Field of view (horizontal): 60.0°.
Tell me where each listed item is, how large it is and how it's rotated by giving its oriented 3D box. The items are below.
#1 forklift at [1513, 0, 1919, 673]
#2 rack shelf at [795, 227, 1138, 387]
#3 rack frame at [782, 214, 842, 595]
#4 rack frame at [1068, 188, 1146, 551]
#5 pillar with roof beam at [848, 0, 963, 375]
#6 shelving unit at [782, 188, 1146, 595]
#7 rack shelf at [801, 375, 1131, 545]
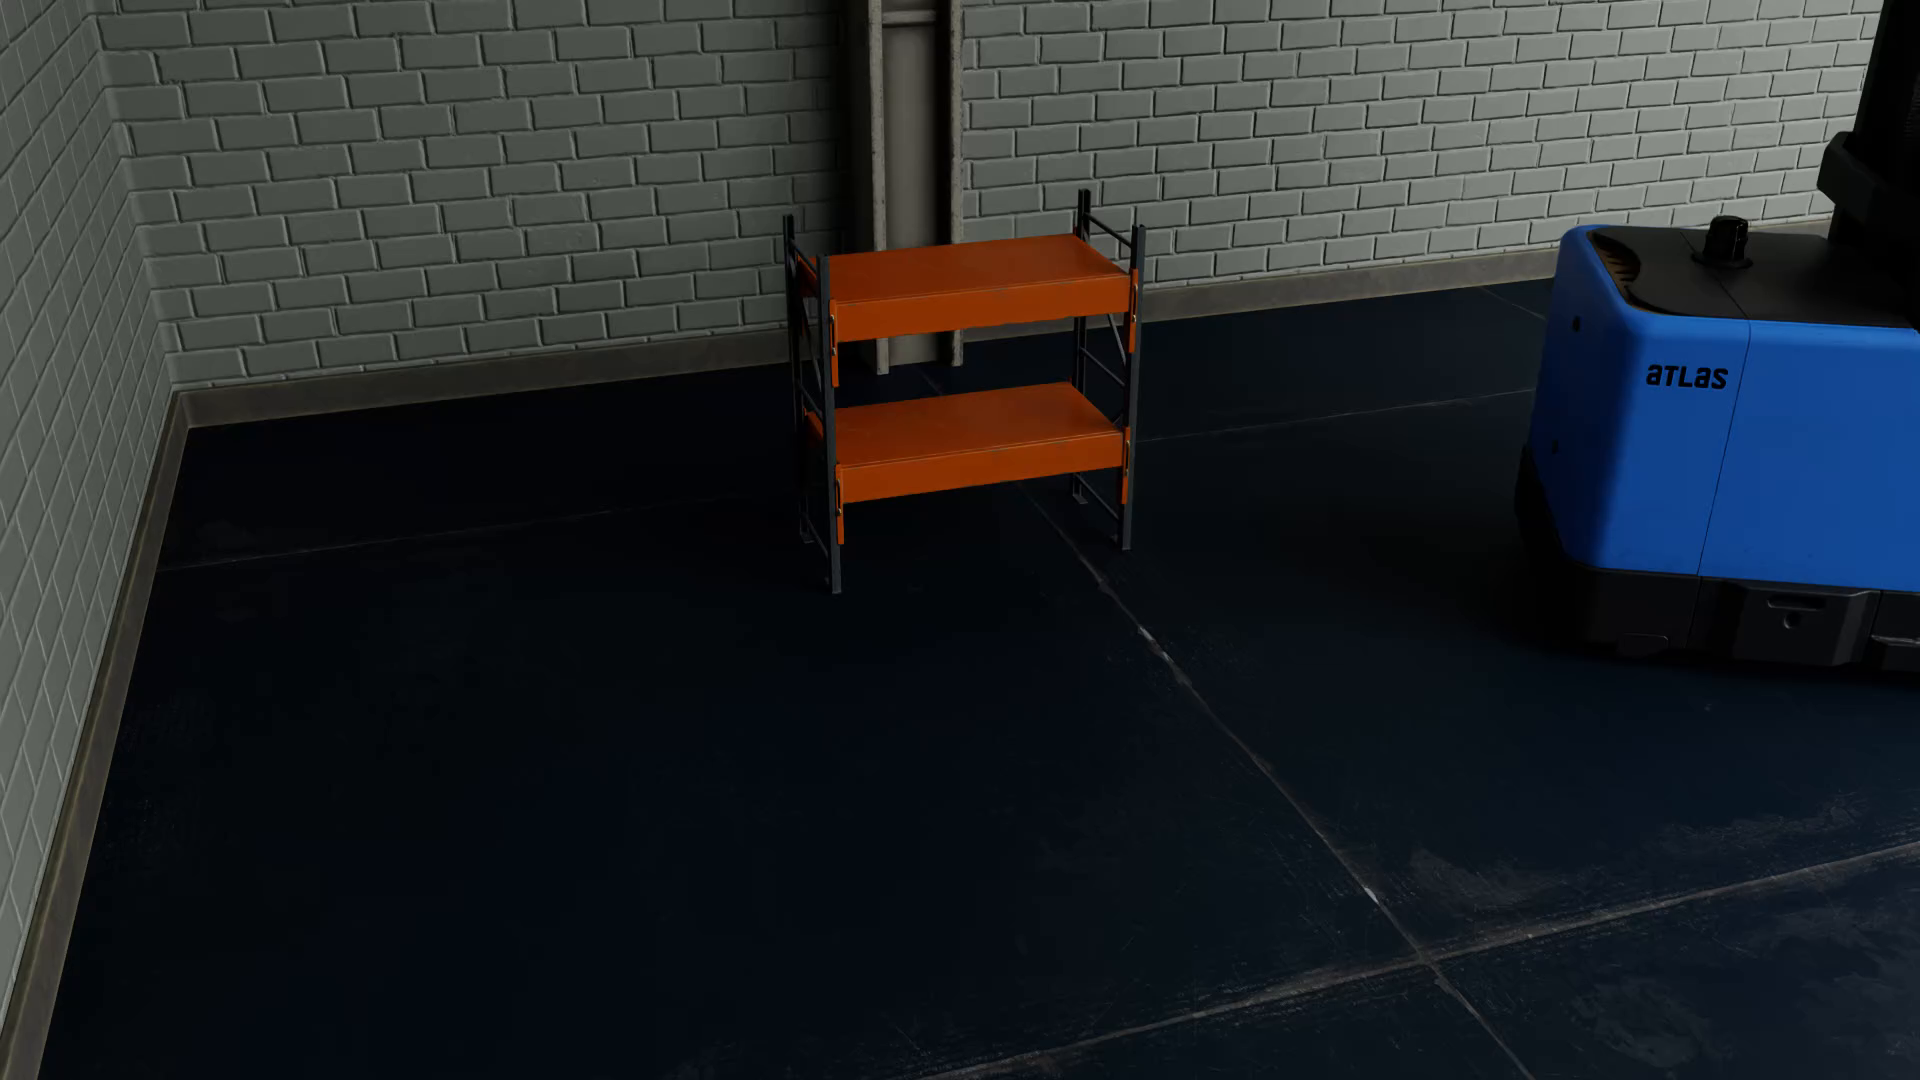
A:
[{"bbox_3d":[3.360,-1.067,4.603,3.031,2.935,1.130,4,27,9],"label":"forklift"},{"bbox_3d":[0.006,-0.767,5.372,1.000,0.278,0.538,-8,28,-16],"label":"rack shelf"},{"bbox_3d":[-0.477,-0.435,5.361,0.032,1.125,0.500,-8,28,-16],"label":"rack frame"},{"bbox_3d":[0.490,-0.575,5.643,0.032,1.125,0.500,-8,28,-16],"label":"rack frame"},{"bbox_3d":[1.111,-3.016,1.706,0.400,9.000,9.100,-8,28,-16],"label":"pillar with roof beam"},{"bbox_3d":[0.006,-0.505,5.502,1.048,1.125,0.538,-8,28,-16],"label":"shelving unit"},{"bbox_3d":[0.006,-0.286,5.610,1.000,0.278,0.538,-8,28,-16],"label":"rack shelf"}]
